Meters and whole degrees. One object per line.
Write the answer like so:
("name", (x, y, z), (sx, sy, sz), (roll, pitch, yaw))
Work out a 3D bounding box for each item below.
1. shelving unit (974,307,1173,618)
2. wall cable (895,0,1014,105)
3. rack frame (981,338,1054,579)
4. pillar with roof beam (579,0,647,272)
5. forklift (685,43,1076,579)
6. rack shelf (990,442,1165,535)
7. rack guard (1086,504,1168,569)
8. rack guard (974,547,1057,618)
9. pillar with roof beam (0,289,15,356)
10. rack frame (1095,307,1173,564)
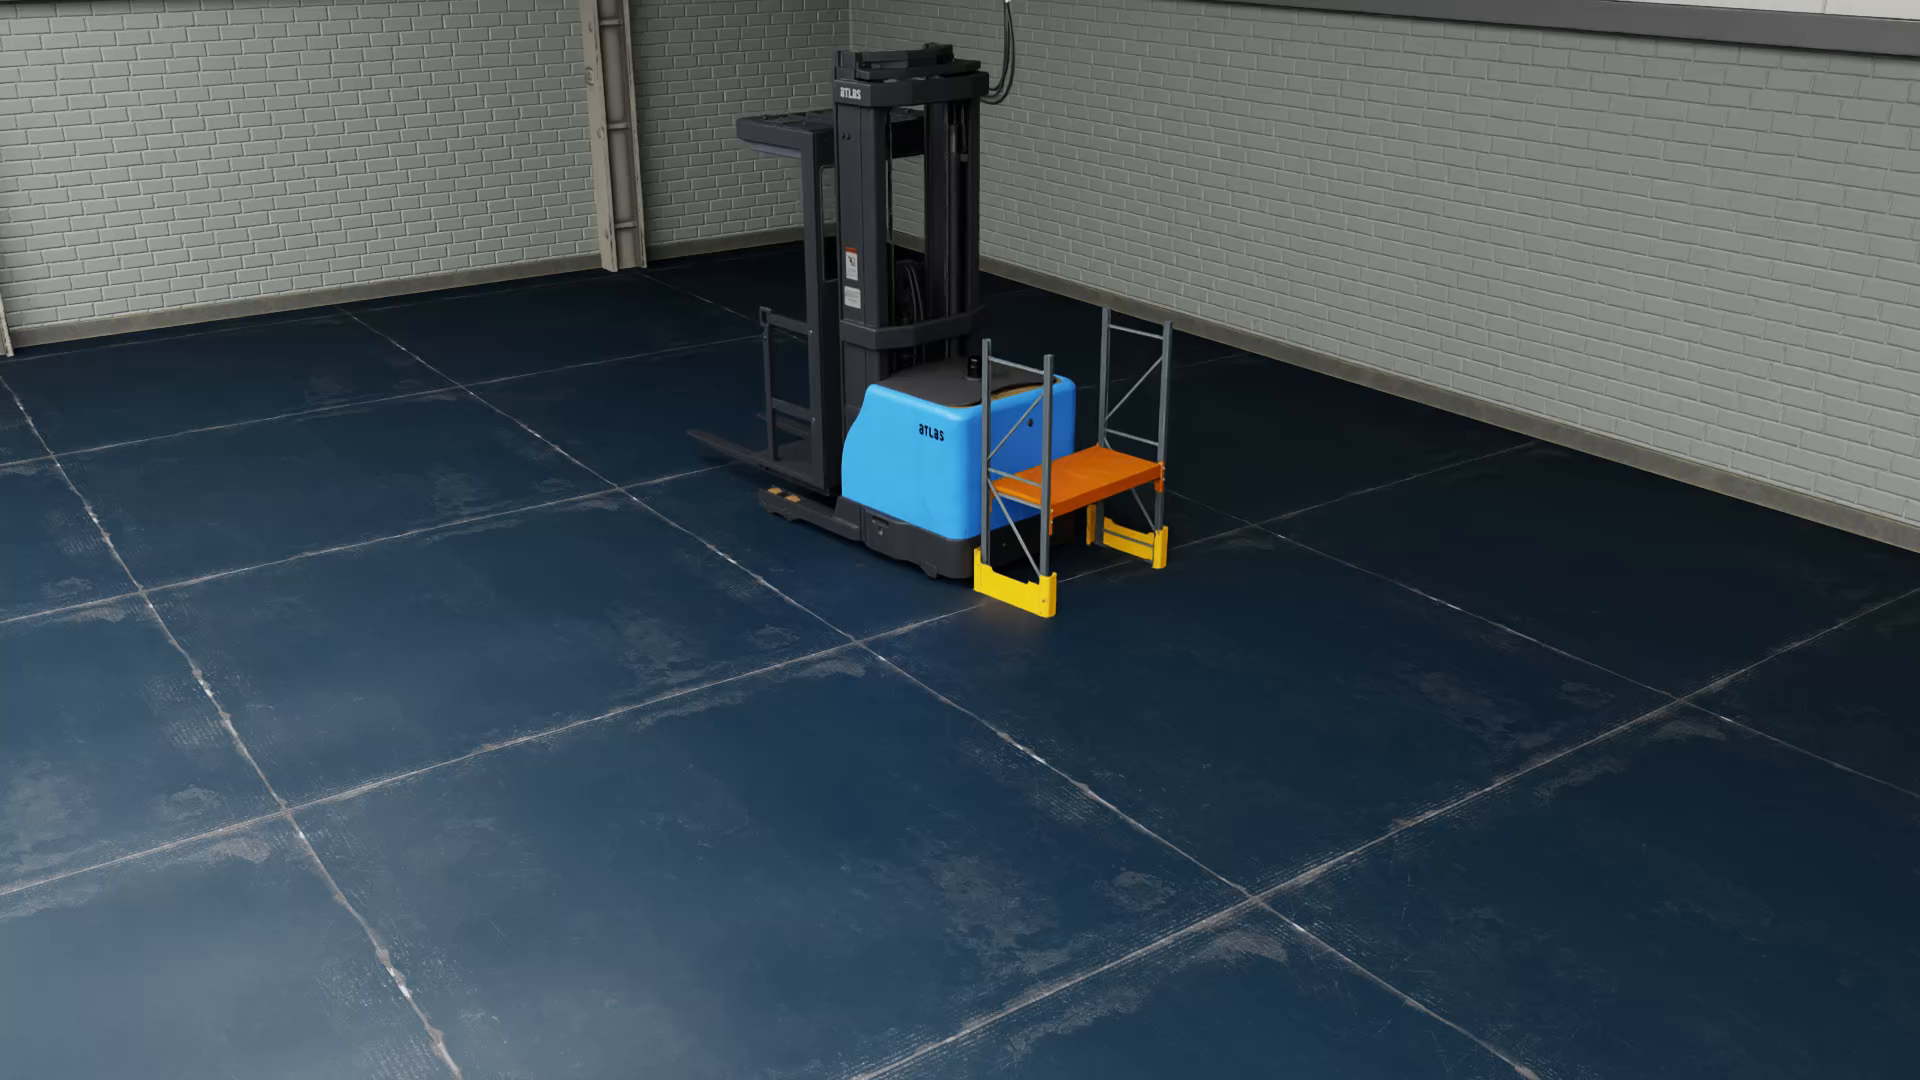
("shelving unit", (0.661, -0.474, 9.559), (0.587, 1.500, 1.083), (20, 29, 41))
("wall cable", (-0.403, -5.877, 17.172), (0.112, 2.526, 3.097), (-15, 26, -33))
("rack frame", (0.309, -0.342, 9.230), (0.500, 1.500, 0.032), (20, 29, 41))
("pillar with roof beam", (-1.052, -5.784, 12.749), (0.400, 9.000, 9.100), (-15, 26, -33))
("forklift", (-0.662, -1.595, 10.440), (1.130, 2.935, 3.031), (-19, 29, -39))
("rack shelf", (0.667, -0.309, 9.632), (0.538, 0.185, 1.000), (20, 29, 41))
("rack guard", (1.012, -0.024, 10.119), (0.587, 0.250, 0.087), (20, 29, 41))
("rack guard", (0.310, 0.238, 9.463), (0.587, 0.250, 0.087), (20, 29, 41))
("pillar with roof beam", (-5.923, -4.485, 9.495), (0.400, 9.000, 9.100), (-15, 26, -33))
("rack frame", (1.025, -0.610, 9.900), (0.500, 1.500, 0.032), (20, 29, 41))
